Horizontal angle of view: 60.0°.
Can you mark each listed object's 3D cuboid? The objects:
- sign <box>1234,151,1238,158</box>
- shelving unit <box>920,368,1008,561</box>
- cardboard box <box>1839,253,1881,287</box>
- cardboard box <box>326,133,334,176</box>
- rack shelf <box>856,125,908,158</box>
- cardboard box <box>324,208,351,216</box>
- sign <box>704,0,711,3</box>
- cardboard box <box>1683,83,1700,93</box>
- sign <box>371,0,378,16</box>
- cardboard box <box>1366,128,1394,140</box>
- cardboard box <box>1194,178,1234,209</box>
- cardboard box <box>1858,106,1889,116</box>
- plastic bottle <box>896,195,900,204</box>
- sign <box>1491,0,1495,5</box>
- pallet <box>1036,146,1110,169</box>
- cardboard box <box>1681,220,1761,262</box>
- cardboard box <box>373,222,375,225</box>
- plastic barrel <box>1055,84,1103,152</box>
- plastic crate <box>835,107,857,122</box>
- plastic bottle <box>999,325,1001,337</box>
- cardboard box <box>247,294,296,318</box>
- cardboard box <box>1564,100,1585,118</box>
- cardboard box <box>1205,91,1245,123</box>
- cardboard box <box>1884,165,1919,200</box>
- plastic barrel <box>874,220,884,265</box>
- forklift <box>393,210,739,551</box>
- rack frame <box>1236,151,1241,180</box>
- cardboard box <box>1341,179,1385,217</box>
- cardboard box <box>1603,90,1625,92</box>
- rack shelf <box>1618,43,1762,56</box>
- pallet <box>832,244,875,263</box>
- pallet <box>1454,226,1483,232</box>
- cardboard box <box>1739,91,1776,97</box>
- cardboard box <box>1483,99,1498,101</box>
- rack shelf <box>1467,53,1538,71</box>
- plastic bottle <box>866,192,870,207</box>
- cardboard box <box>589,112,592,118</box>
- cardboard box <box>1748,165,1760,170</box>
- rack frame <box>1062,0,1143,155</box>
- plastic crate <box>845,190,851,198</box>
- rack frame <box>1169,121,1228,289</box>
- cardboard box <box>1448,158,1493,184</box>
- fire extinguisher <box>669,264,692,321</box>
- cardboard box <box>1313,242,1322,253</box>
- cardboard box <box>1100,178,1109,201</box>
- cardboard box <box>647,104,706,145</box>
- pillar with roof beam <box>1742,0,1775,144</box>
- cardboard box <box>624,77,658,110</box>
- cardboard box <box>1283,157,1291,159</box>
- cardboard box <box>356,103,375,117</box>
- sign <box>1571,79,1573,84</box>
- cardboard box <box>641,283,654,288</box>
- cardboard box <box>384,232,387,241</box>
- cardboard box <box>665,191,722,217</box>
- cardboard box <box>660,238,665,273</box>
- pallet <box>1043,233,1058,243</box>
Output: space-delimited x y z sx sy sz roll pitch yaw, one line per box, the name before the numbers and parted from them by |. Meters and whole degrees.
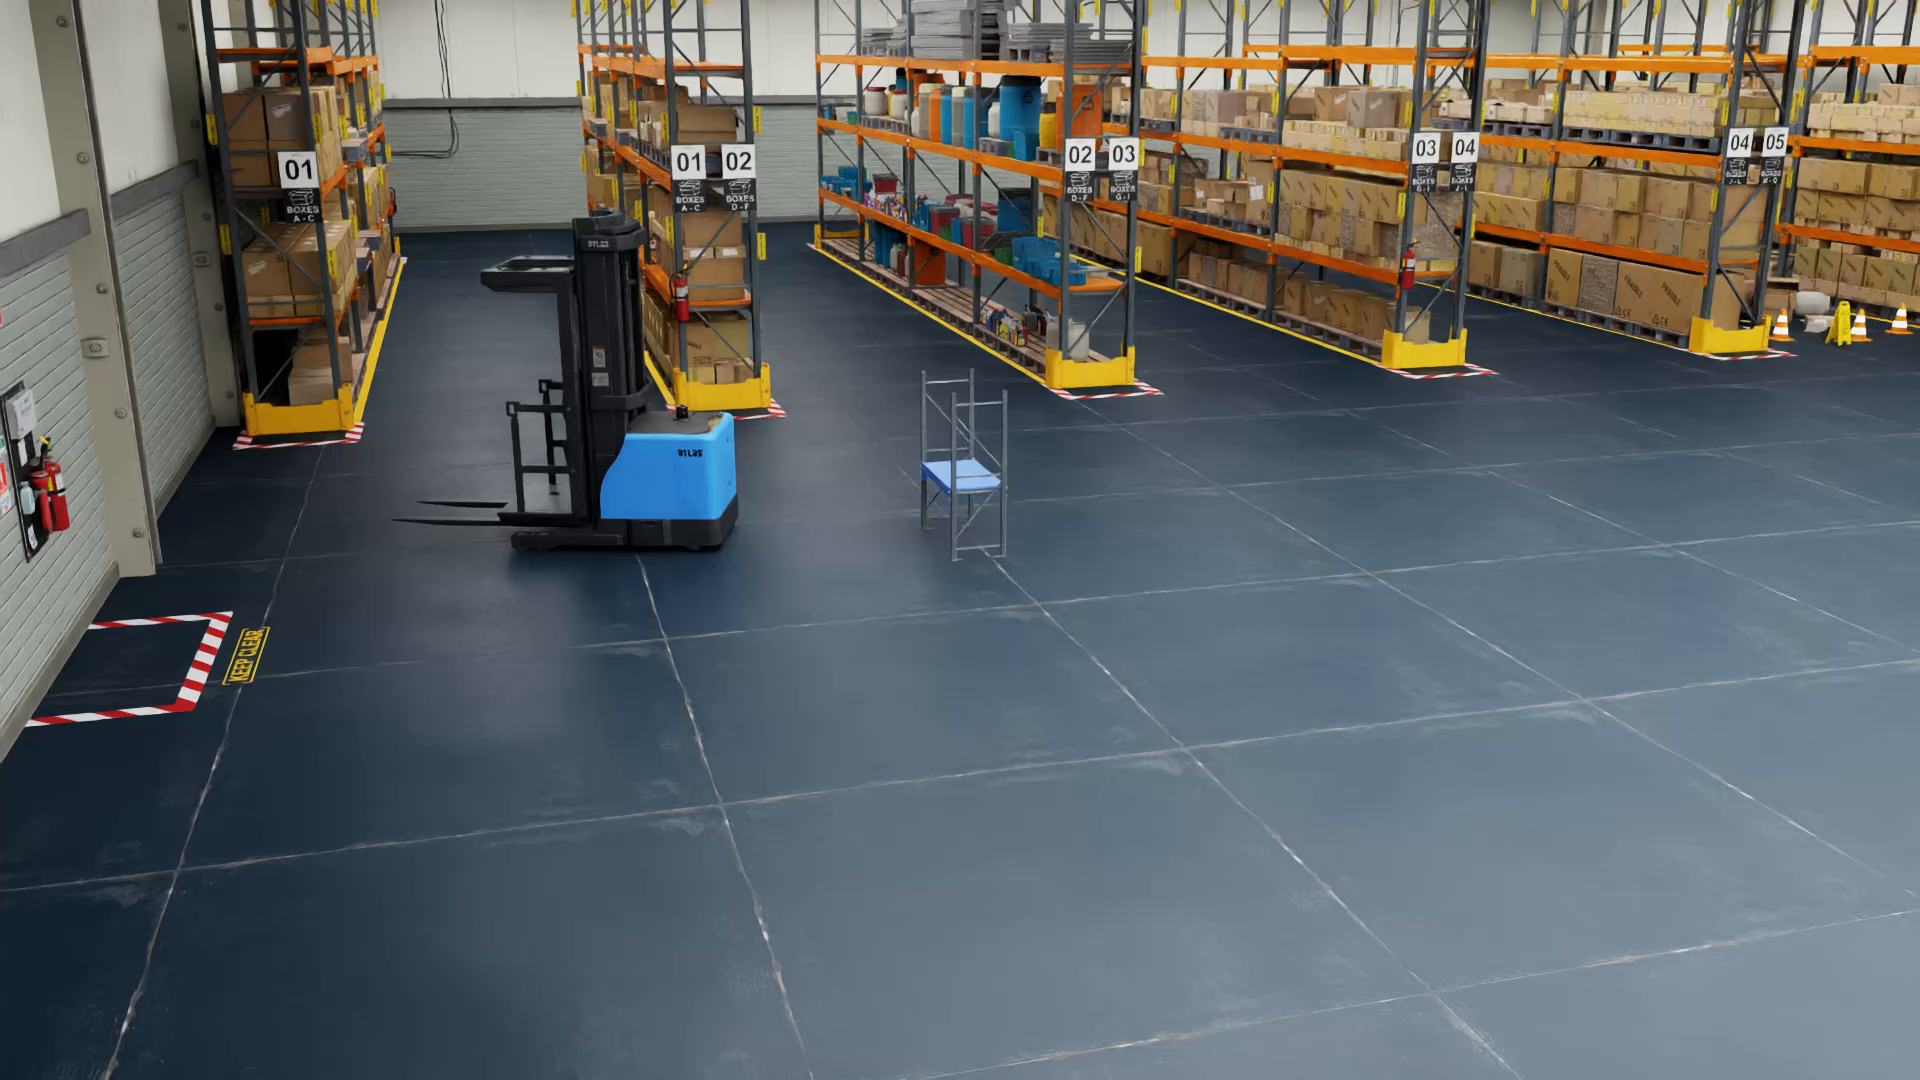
sign | 6.434 -9.052 38.665 0.100 0.325 0.005 -5 17 -15
shelving unit | 0.023 -0.695 14.956 0.538 1.500 1.048 -5 17 -15
cardboard box | 15.187 -4.548 27.923 0.500 0.500 0.500 -4 17 -12
cardboard box | -7.843 -4.616 19.981 0.500 0.500 0.500 -4 17 -13
rack shelf | -0.954 -7.357 30.563 1.077 0.370 4.000 -5 17 -15
cardboard box | -9.295 -4.559 24.273 0.700 0.500 0.500 -2 17 -8
sign | -3.528 -7.648 23.169 0.100 0.325 0.005 -5 17 -15
cardboard box | 17.041 -10.393 38.297 0.500 0.250 0.500 -5 17 -16
sign | -11.603 -10.538 32.930 0.100 0.325 0.005 -5 17 -15
cardboard box | 5.949 -5.714 23.411 0.380 0.149 0.250 -5 17 -15
cardboard box | 4.545 -6.206 29.792 0.500 0.500 0.500 -7 18 -22
cardboard box | 15.085 -7.083 27.451 0.380 0.149 0.250 -5 18 -17
plastic bottle | -1.199 -6.624 32.434 0.097 0.201 0.097 0 17 0
sign | 7.078 -7.291 22.120 0.100 0.325 0.005 -5 17 -15
pallet | 1.661 -5.081 22.066 1.003 0.211 1.213 -5 17 -15
cardboard box | 11.208 -4.425 24.507 0.875 0.550 0.550 -5 17 -15
cardboard box | -10.412 -5.568 28.975 0.380 0.149 0.250 -5 17 -15
plastic barrel | 1.539 -5.466 21.543 0.600 0.830 0.708 -5 17 -15
plastic crate | -2.291 -8.667 33.880 0.437 0.282 0.530 -5 17 -15
plastic bottle | 0.625 -3.087 24.412 0.097 0.201 0.097 0 17 0
cardboard box | -8.046 -2.767 19.474 0.500 0.250 0.500 -4 17 -14
cardboard box | 10.119 -6.960 26.831 0.500 0.250 0.500 -5 17 -15
cardboard box | 4.521 -7.397 28.406 0.500 0.500 0.500 -5 17 -17
cardboard box | 15.364 -5.740 26.717 0.700 0.500 0.500 -5 17 -16
plastic barrel | -1.370 -5.862 32.469 0.600 0.901 0.708 -5 17 -15
forklift | -3.627 -1.452 14.990 3.031 2.935 1.130 1 17 3
rack frame | 6.956 -8.680 38.933 1.000 3.000 0.127 -5 17 -15
cardboard box | 5.890 -4.968 24.147 0.500 0.500 0.500 -5 17 -15
cardboard box | 10.661 -7.232 27.044 0.380 0.149 0.250 -5 17 -16
rack shelf | 17.009 -11.467 39.038 1.077 0.370 4.000 -5 17 -15
pallet | -2.082 -6.021 34.927 1.003 0.211 1.213 -5 17 -15
pallet | 12.314 -7.212 38.893 1.003 0.211 1.213 -5 17 -15
cardboard box | 14.402 -8.016 30.170 0.500 0.250 0.500 -4 17 -14
cardboard box | 9.730 -7.845 30.189 0.500 0.311 0.500 -5 17 -15
rack shelf | 12.237 -10.883 37.785 1.077 0.370 4.000 -5 17 -15
plastic bottle | -1.776 -6.590 32.177 0.061 0.283 0.133 -5 17 -15
cardboard box | -6.929 -8.182 32.322 0.500 0.250 0.500 -5 17 -15
cardboard box | 14.440 -6.782 30.064 0.380 0.149 0.250 -5 17 -17
rack frame | 1.794 -6.372 20.820 1.000 3.000 0.127 -5 17 -15
plastic crate | -2.069 -7.003 33.724 0.437 0.125 0.590 -5 17 -15
rack frame | 4.358 -6.103 30.353 1.000 3.000 0.127 -5 17 -15
cardboard box | 9.409 -6.729 30.526 0.700 0.500 0.500 -5 17 -16
fire extinguisher | -3.384 -3.002 20.163 0.296 0.674 0.183 -5 17 -15
cardboard box | 5.594 -4.449 25.284 0.380 0.149 0.250 -5 17 -15
cardboard box | 3.145 -7.110 33.533 0.500 0.500 0.500 -5 17 -15
cardboard box | -3.737 -5.503 21.989 0.797 0.503 0.637 -3 17 -9
pillar with roof beam | 14.095 -11.183 36.837 9.100 9.000 0.400 -5 17 -15
cardboard box | -5.282 -7.405 27.563 0.500 0.500 0.500 -5 17 -15
cardboard box | 7.374 -8.157 36.500 0.500 0.500 0.500 -5 17 -16
cardboard box | -10.966 -7.860 30.347 0.500 0.250 0.500 -5 17 -15
sign | 13.306 -9.873 36.246 0.100 0.325 0.005 -5 17 -15
cardboard box | -4.874 -3.878 26.019 0.500 0.311 0.500 -5 17 -16
cardboard box | -11.198 -5.818 31.891 0.380 0.149 0.250 -5 17 -17
cardboard box | -3.527 -4.345 22.072 0.700 0.500 0.500 -5 17 -15
cardboard box | -3.790 -3.995 23.161 0.700 0.500 0.500 -5 17 -16
pallet | 2.454 -6.765 37.406 1.003 0.211 1.213 -5 17 -15
